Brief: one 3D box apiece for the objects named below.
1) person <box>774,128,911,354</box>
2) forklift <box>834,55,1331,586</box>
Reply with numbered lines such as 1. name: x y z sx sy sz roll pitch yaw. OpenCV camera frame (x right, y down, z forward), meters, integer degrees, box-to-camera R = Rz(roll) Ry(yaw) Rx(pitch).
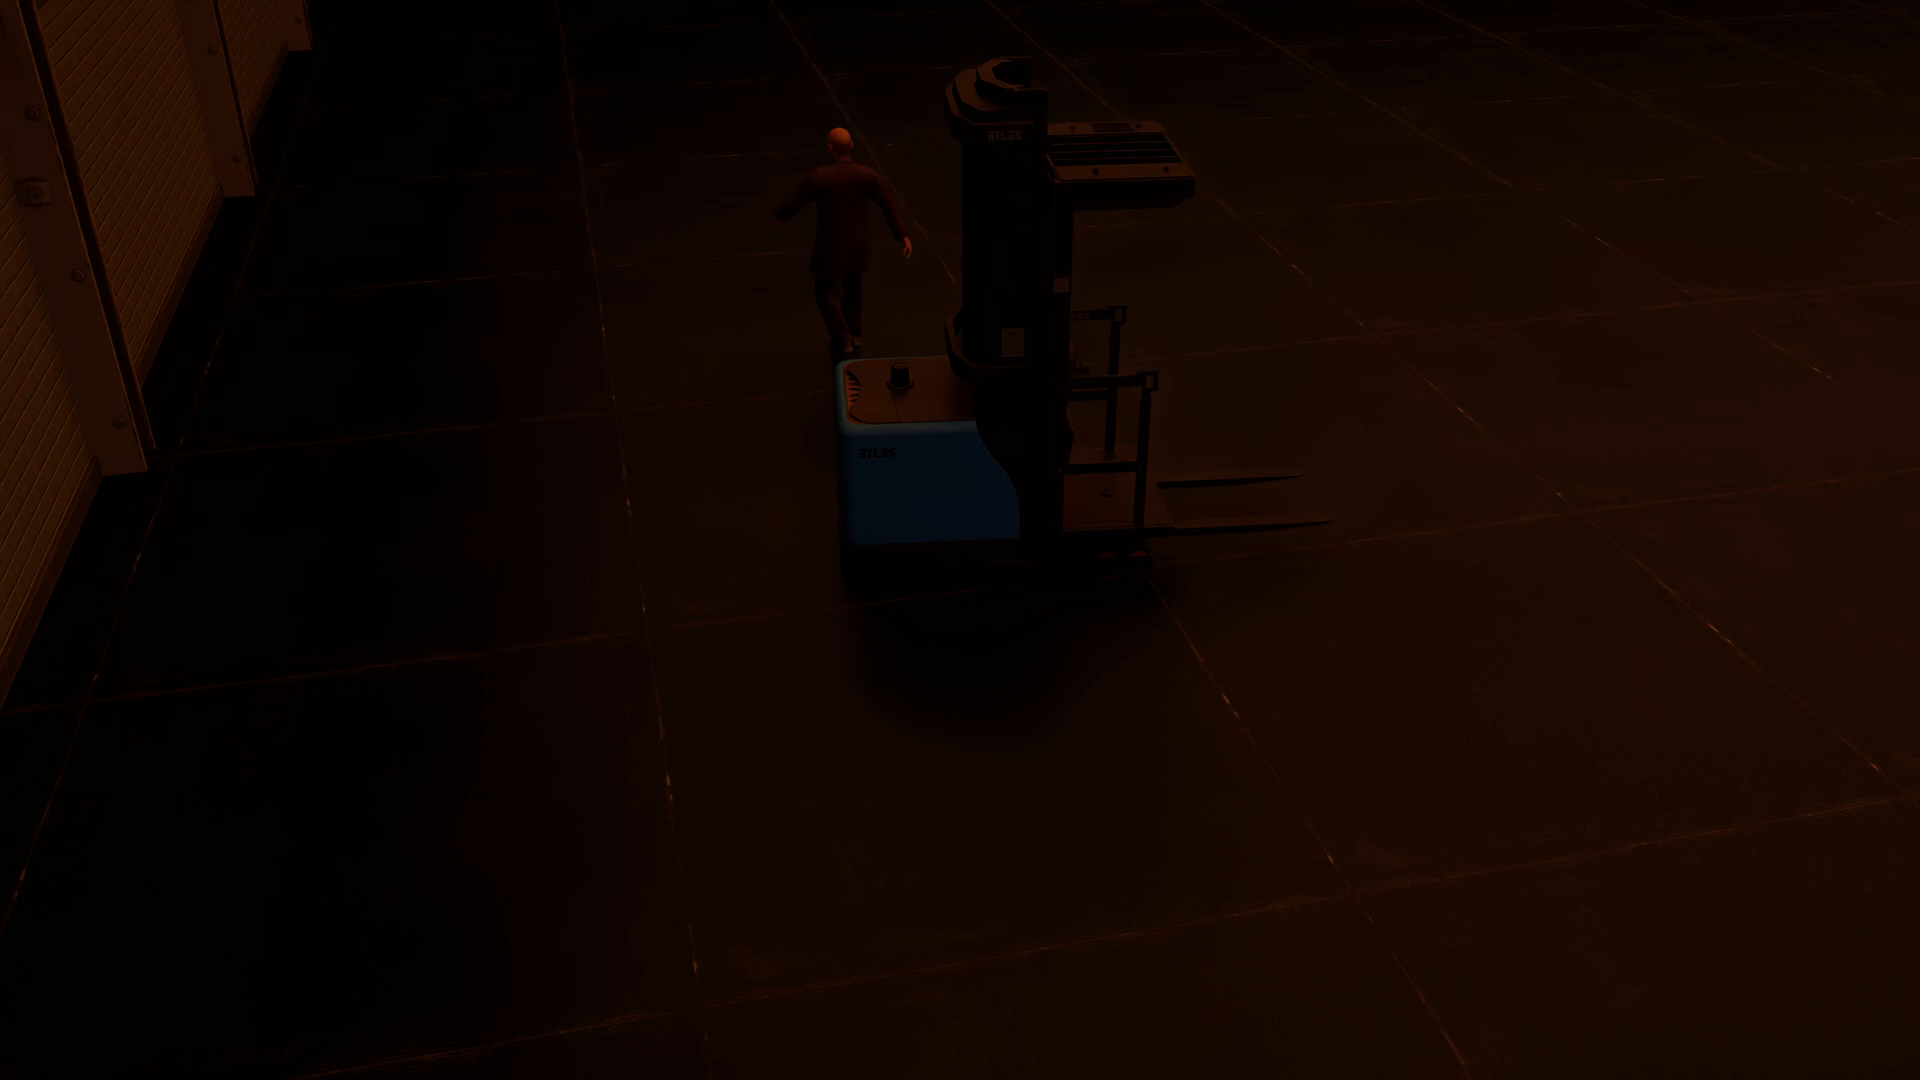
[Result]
1. person: -0.878 -2.265 12.668 0.948 1.761 0.781 -11 32 -18
2. forklift: 0.756 -1.289 9.801 3.031 2.935 1.130 -3 30 -5
